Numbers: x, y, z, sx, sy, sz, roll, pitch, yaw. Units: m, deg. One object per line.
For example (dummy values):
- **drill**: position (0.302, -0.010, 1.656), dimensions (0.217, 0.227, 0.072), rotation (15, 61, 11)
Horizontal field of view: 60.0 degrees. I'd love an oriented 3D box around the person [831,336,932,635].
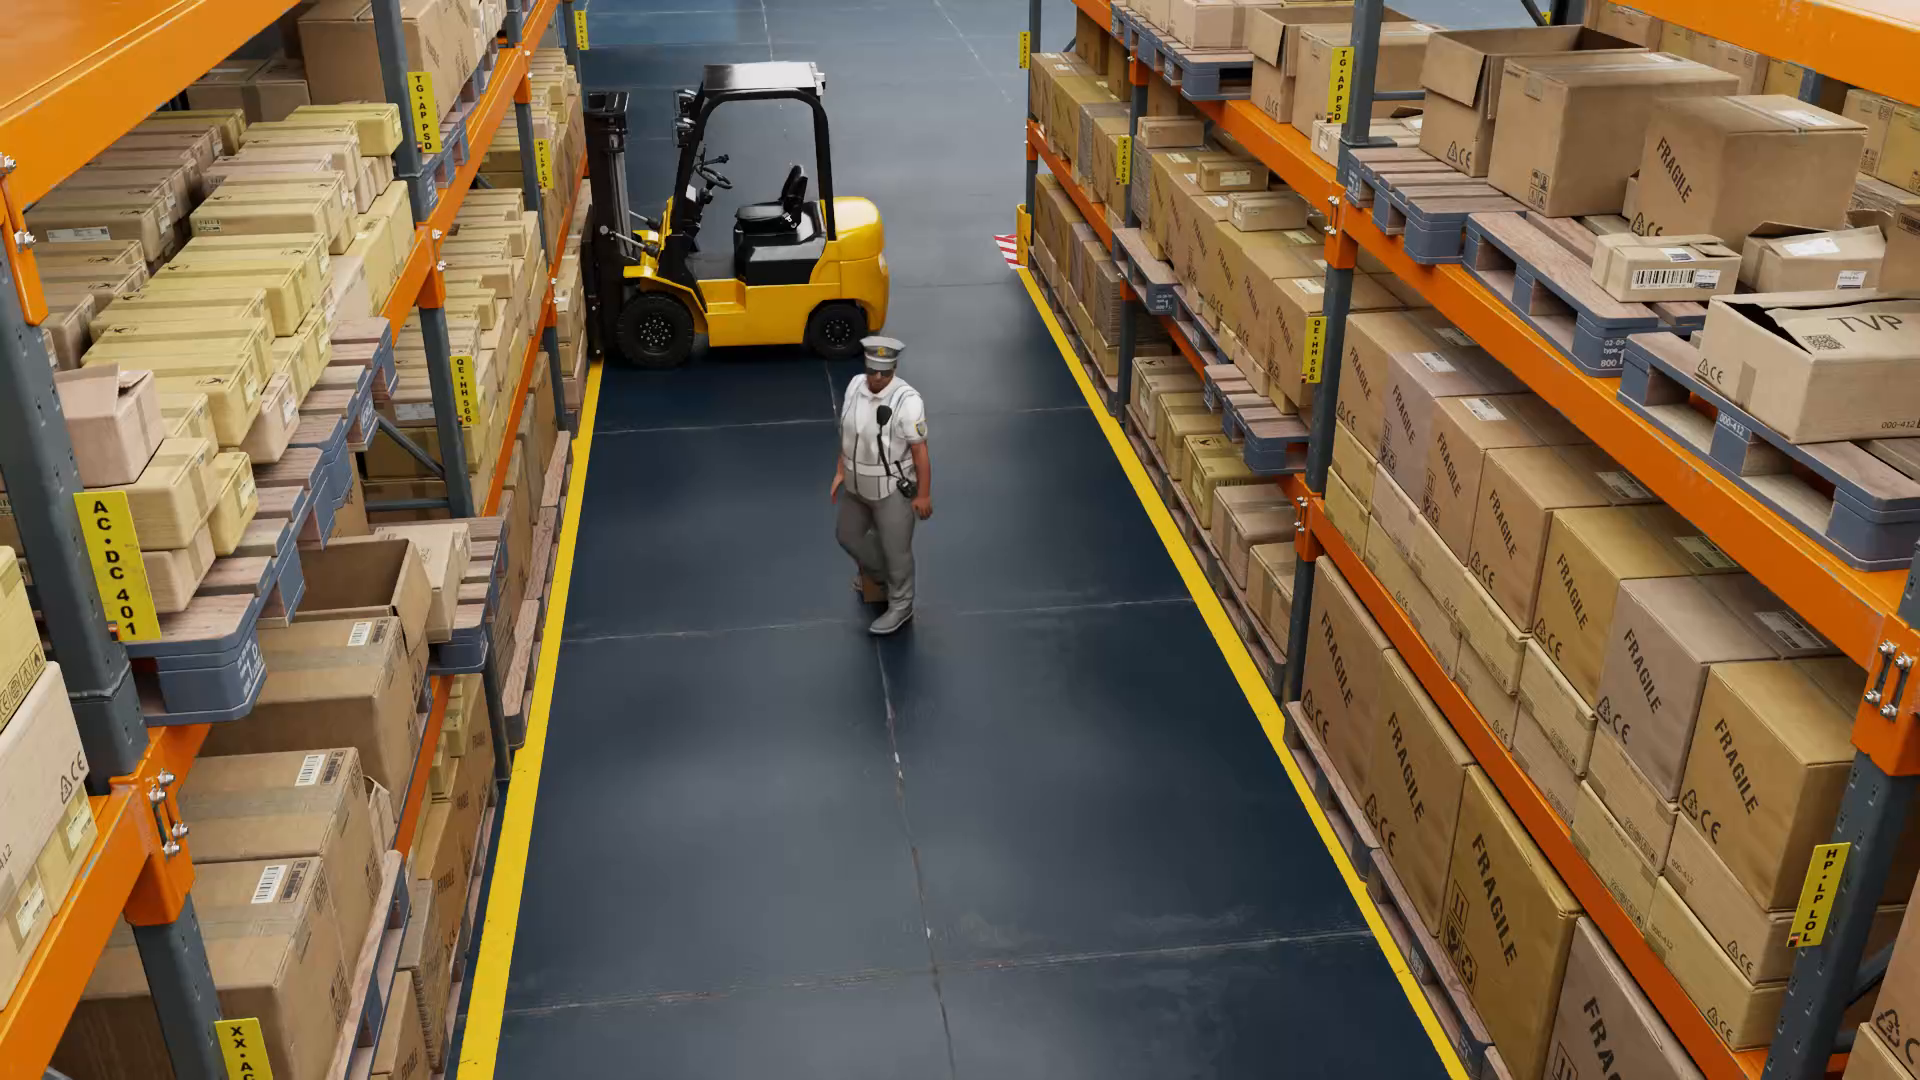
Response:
- **person**: position (-0.457, -0.334, 9.229), dimensions (0.706, 1.739, 0.503), rotation (23, 35, 37)
